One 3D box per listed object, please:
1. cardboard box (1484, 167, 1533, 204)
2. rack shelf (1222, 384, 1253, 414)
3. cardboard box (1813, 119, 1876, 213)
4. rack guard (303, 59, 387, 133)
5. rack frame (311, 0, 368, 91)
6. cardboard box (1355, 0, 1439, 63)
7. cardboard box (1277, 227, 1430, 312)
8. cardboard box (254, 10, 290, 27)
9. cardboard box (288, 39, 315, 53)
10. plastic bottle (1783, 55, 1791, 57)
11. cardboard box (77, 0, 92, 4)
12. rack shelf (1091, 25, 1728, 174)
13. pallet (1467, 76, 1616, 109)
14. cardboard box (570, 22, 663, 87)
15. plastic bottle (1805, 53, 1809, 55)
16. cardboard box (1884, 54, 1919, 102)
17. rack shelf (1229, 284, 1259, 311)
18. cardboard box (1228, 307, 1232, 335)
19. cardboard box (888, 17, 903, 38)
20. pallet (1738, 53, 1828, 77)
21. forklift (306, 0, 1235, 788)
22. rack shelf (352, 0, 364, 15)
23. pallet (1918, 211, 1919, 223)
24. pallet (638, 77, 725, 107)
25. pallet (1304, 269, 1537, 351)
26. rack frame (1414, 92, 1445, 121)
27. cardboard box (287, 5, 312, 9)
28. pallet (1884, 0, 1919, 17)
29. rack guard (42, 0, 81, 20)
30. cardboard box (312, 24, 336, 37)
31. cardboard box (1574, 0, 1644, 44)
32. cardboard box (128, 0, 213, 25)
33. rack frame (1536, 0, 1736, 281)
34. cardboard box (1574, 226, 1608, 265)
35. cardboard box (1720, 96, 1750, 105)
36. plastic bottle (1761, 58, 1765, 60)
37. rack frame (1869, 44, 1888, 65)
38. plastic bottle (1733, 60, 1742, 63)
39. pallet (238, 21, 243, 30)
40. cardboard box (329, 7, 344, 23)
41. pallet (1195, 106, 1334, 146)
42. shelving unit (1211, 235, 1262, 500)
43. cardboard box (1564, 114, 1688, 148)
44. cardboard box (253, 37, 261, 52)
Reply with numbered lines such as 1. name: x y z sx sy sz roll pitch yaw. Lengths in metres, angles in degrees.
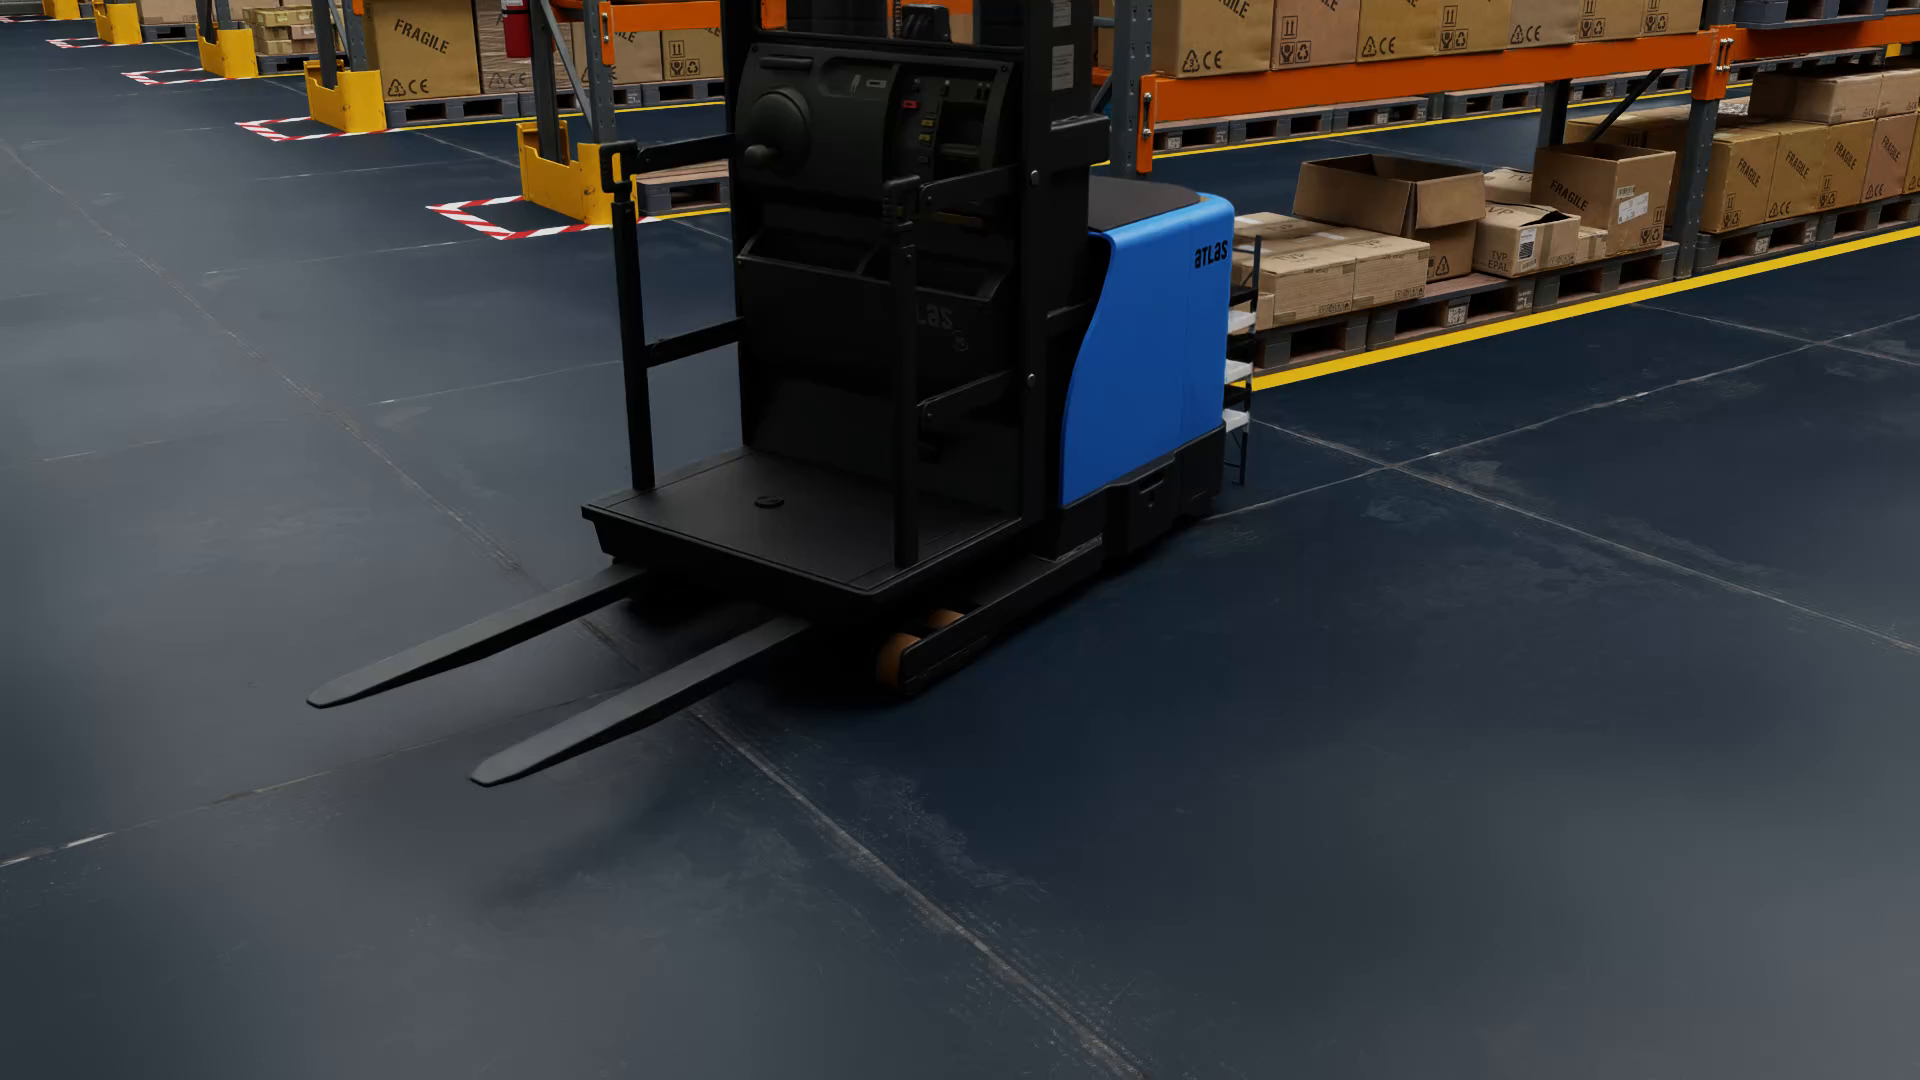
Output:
1. cardboard box: 3.176 -1.886 9.205 0.500 0.311 0.500 -15 26 -33
2. rack shelf: 0.868 -0.501 5.865 0.258 0.077 0.200 17 27 35
3. cardboard box: 5.014 -2.256 9.876 0.500 0.500 0.500 -15 26 -32
4. rack guard: -5.406 -3.906 14.604 0.348 0.500 1.175 -15 26 -33
5. rack frame: -5.387 -5.072 14.153 0.127 3.000 1.000 -15 26 -33
6. cardboard box: 1.735 -2.375 7.260 0.500 0.500 0.500 -15 26 -33
7. cardboard box: 1.815 -1.267 7.734 0.500 0.250 0.500 -15 26 -33
8. cardboard box: -7.578 -5.744 18.316 0.250 0.149 0.380 -16 27 -35
9. cardboard box: -7.424 -5.555 18.645 0.250 0.149 0.380 -15 26 -33
10. plastic bottle: 8.926 -5.379 18.003 0.135 0.276 0.152 -16 27 -34
11. cardboard box: -13.524 -8.685 26.010 0.637 0.503 0.797 -16 27 -35
12. rack shelf: 2.019 -2.190 7.901 4.000 0.370 1.077 -15 26 -33
13. pallet: 5.641 -4.437 16.324 1.213 0.211 1.003 -15 26 -33
14. cardboard box: -3.453 -4.832 15.853 0.875 0.875 0.875 -15 26 -33
15. plastic bottle: 9.259 -5.420 18.208 0.097 0.201 0.097 0 22 0
16. cardboard box: 6.224 -2.927 10.547 0.500 0.250 0.500 -14 26 -31
17. rack shelf: 0.868 -0.836 5.732 0.258 0.077 0.200 17 27 35
18. cardboard box: 0.936 -0.958 7.097 0.250 0.149 0.380 -15 26 -33
19. cardboard box: -0.907 -5.484 17.487 0.875 0.875 1.225 -16 27 -35
20. pallet: 8.808 -5.282 18.444 1.213 0.211 1.003 -15 26 -33
21. forklift: -0.378 -1.150 4.418 1.130 2.935 3.031 15 26 34
22. rack shelf: -3.763 -5.171 15.372 4.000 0.370 1.077 -15 26 -33
23. pallet: 6.262 -2.377 11.162 1.213 0.211 1.003 -15 26 -33
24. pallet: -2.803 -4.501 16.486 1.213 0.211 1.003 -15 26 -33
25. pallet: 2.094 -1.247 8.332 1.213 0.211 1.003 -15 26 -33
26. rack frame: 4.000 -5.313 14.759 0.127 3.000 1.000 -15 26 -33
27. cardboard box: -7.546 -6.055 19.095 0.250 0.149 0.380 -16 27 -34
28. pallet: 5.314 -3.311 9.999 1.213 0.211 1.003 -15 26 -33
29. rack guard: -14.014 -8.401 25.870 0.348 0.500 1.175 -15 26 -33
30. cardboard box: -7.224 -5.753 18.739 0.250 0.149 0.380 -15 26 -32
31. cardboard box: 2.969 -2.706 8.089 0.500 0.500 0.500 -14 26 -31
32. cardboard box: -10.697 -7.231 22.455 0.875 0.438 0.875 -16 27 -35
33. rack frame: 3.643 -2.957 8.852 0.127 3.000 1.000 -15 26 -33
34. cardboard box: 3.077 -1.529 8.528 0.250 0.149 0.380 -15 26 -33
35. cardboard box: 5.101 -2.517 10.529 0.500 0.500 0.500 -16 27 -35
36. plastic bottle: 8.541 -5.229 17.729 0.097 0.201 0.097 0 22 0
37. rack frame: 10.494 -7.045 19.098 0.127 3.000 1.000 -15 26 -33
38. plastic bottle: 8.144 -5.203 17.463 0.185 0.351 0.144 -14 26 -31
39. pallet: -9.581 -7.217 23.292 1.213 0.211 1.003 -15 26 -33
40. cardboard box: -6.992 -5.935 18.793 0.250 0.149 0.380 -16 27 -35
41. pallet: 2.395 -3.573 14.158 1.213 0.211 1.003 -15 26 -33
42. shelving unit: 0.868 -0.616 5.819 0.258 0.900 0.210 17 27 35
43. cardboard box: 3.876 -2.193 9.718 0.500 0.500 0.500 -15 26 -33
44. cardboard box: -7.896 -5.634 18.841 0.250 0.149 0.380 -14 26 -32
